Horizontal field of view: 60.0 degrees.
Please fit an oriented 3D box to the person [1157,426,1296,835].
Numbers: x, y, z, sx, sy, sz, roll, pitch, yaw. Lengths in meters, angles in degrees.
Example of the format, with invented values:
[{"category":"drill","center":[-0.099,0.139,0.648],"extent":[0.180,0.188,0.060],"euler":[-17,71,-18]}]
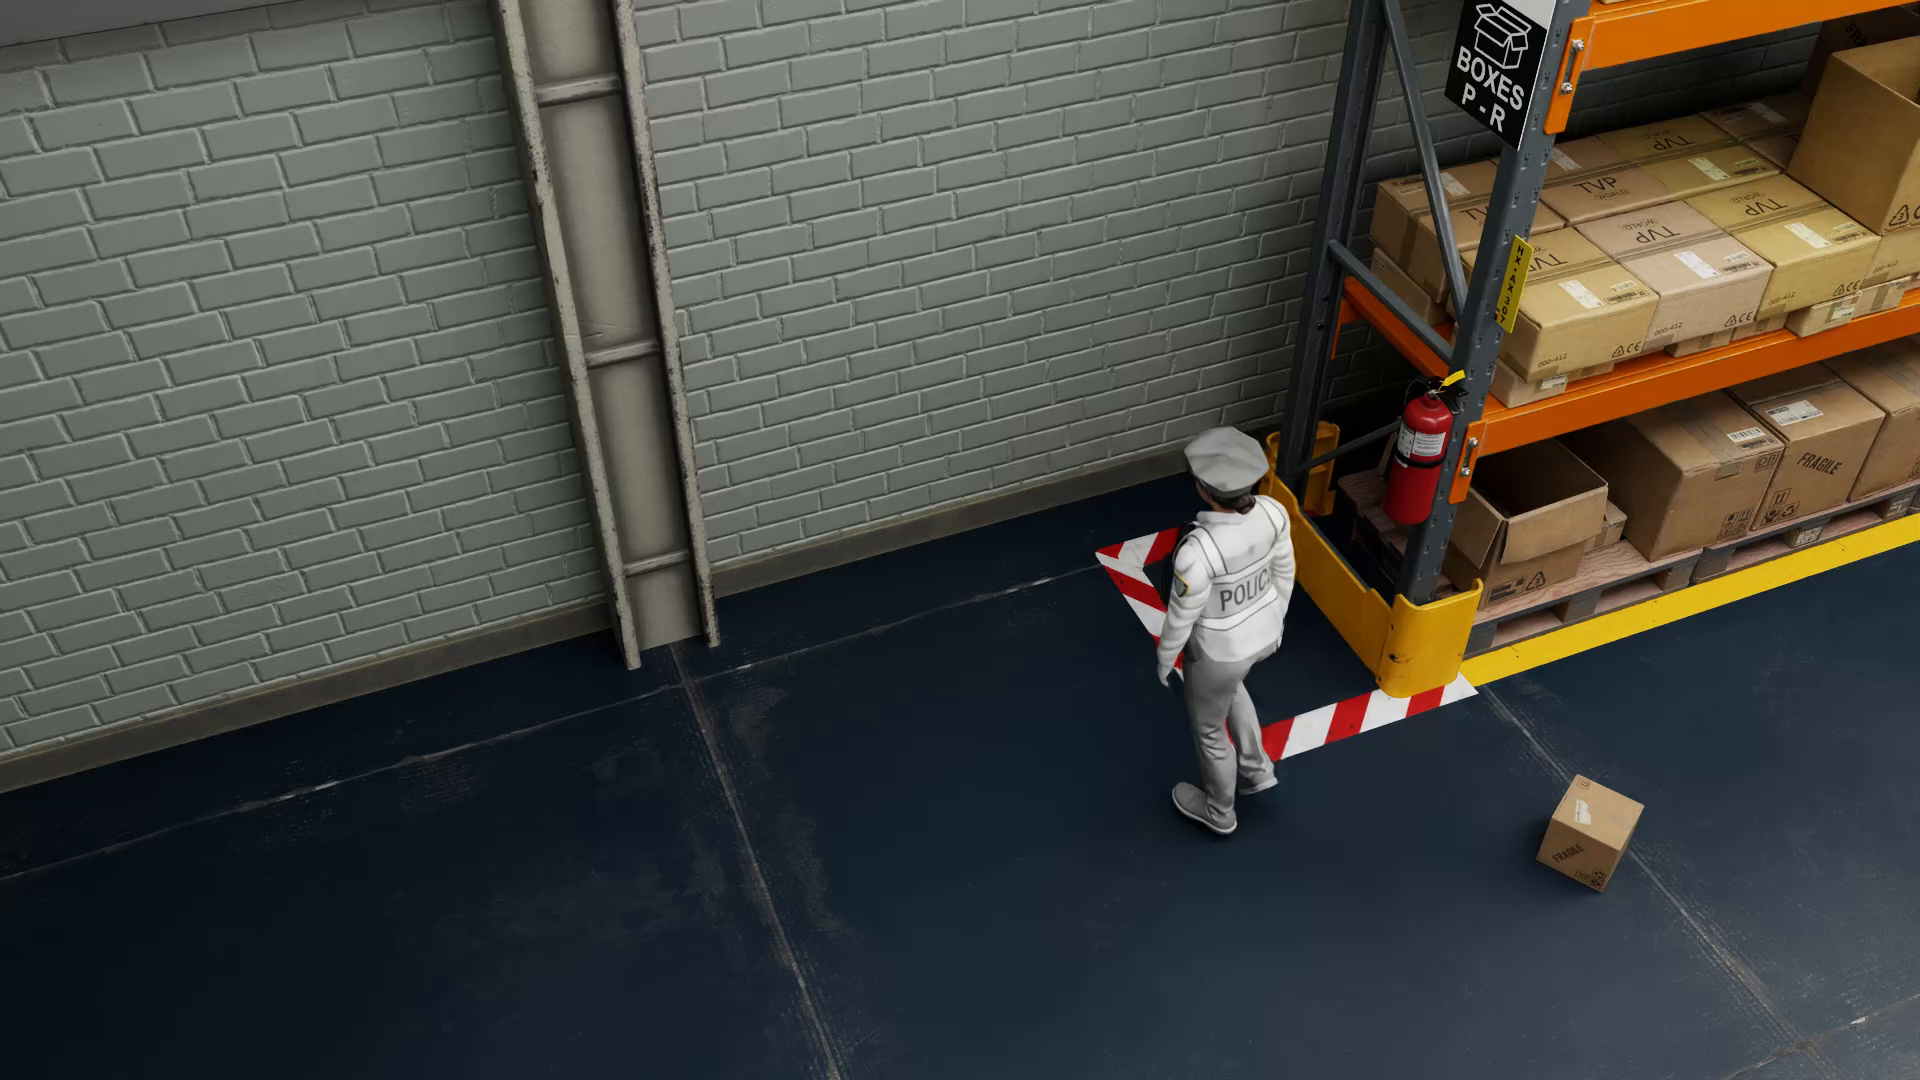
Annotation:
[{"category":"person","center":[14.119,-0.781,3.861],"extent":[19.660,5.841,18.646],"euler":[-30,50,-29]}]
